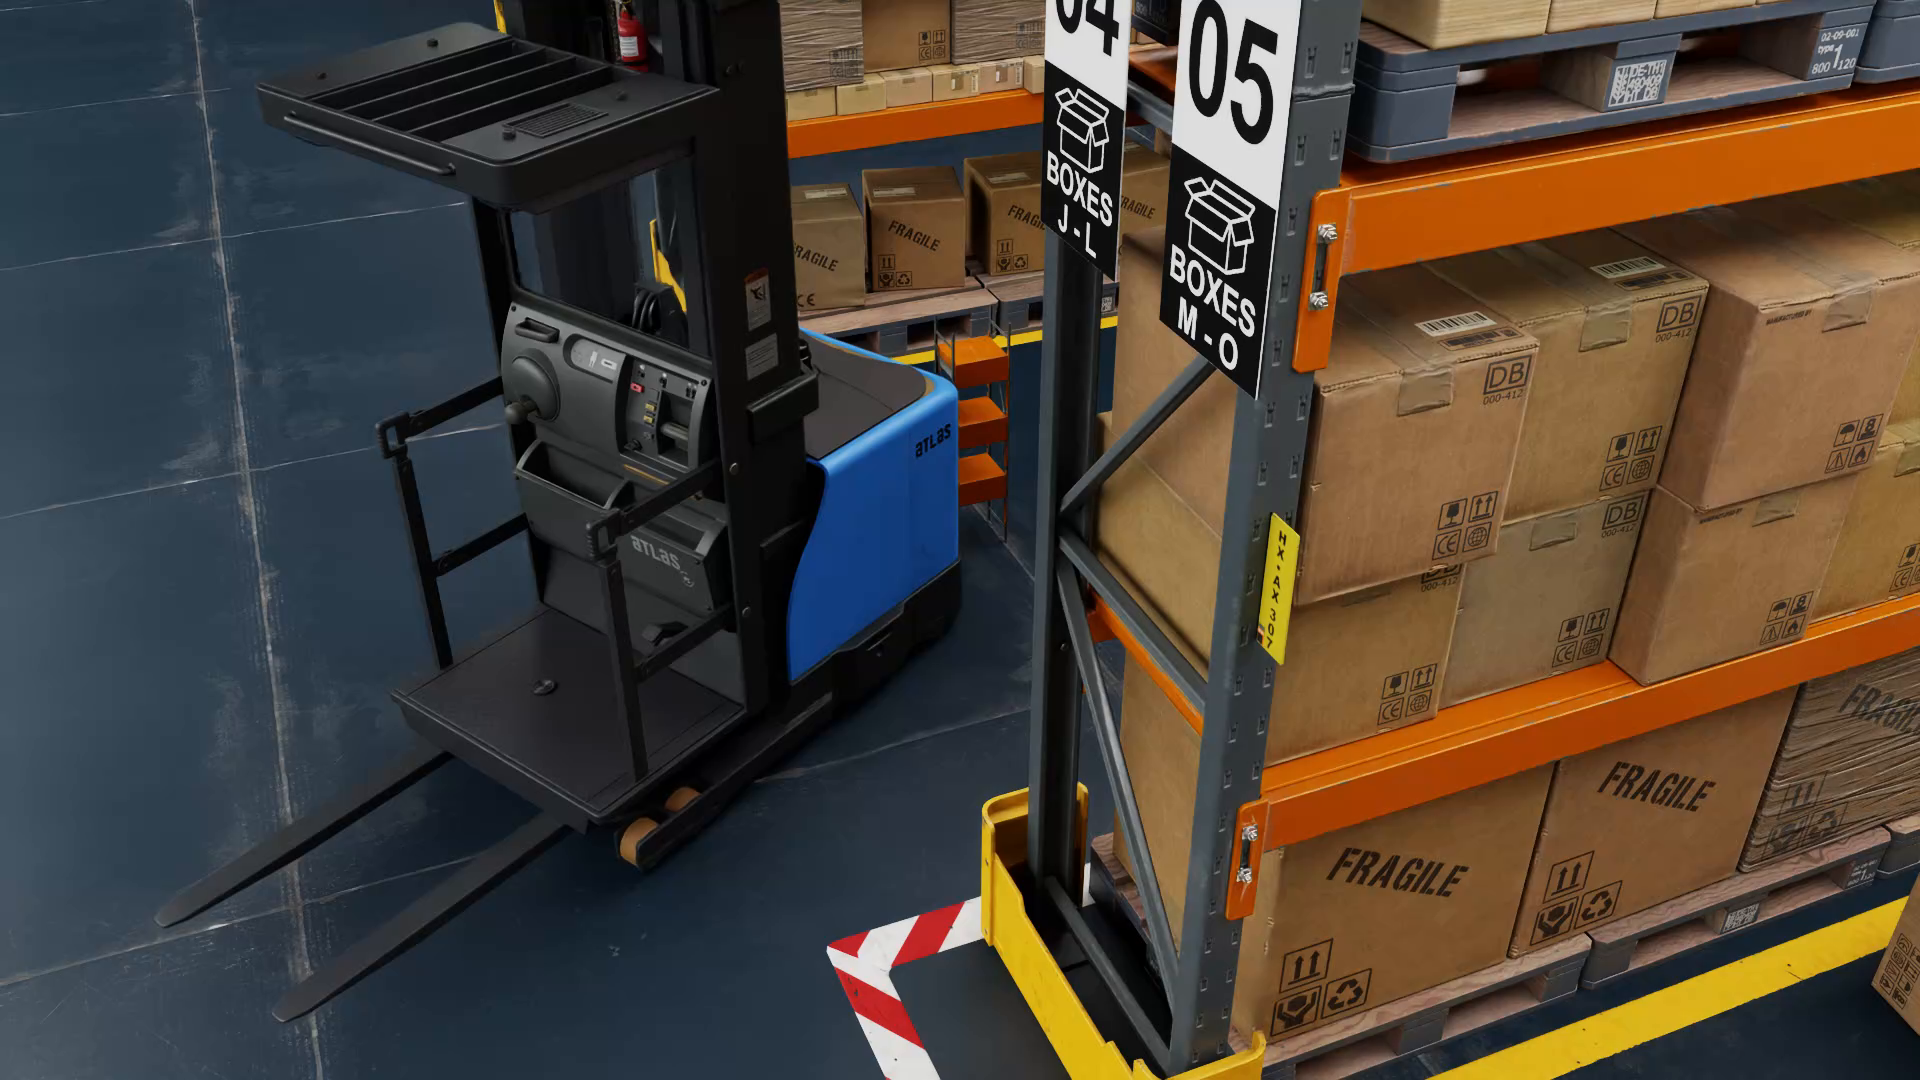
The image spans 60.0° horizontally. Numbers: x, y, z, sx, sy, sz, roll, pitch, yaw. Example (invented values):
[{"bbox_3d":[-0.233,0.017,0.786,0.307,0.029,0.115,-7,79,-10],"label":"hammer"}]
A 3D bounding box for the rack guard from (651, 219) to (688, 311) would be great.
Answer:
[{"bbox_3d":[-1.303,-1.263,8.733,0.348,0.500,1.175,-13,35,-19],"label":"rack guard"}]

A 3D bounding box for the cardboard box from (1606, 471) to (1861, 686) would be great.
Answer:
[{"bbox_3d":[1.842,-0.126,4.555,0.550,0.550,0.875,-13,35,-19],"label":"cardboard box"}]

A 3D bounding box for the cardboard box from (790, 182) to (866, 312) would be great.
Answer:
[{"bbox_3d":[-0.791,-1.547,8.784,0.500,0.500,0.500,-7,34,-10],"label":"cardboard box"}]

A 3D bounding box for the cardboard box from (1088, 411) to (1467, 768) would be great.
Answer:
[{"bbox_3d":[0.778,0.057,4.275,0.550,0.550,0.875,-13,35,-19],"label":"cardboard box"}]

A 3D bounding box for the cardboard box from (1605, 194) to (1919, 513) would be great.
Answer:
[{"bbox_3d":[1.851,-0.566,4.242,0.550,0.550,0.875,-13,35,-19],"label":"cardboard box"}]

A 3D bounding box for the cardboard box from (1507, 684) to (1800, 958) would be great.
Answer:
[{"bbox_3d":[1.864,0.572,5.184,0.875,0.875,0.875,-13,35,-20],"label":"cardboard box"}]

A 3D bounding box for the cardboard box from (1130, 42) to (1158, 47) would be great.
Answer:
[{"bbox_3d":[0.842,-2.532,8.621,0.250,0.149,0.380,-13,35,-19],"label":"cardboard box"}]

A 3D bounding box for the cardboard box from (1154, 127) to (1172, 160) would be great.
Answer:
[{"bbox_3d":[1.405,-2.079,9.601,0.500,0.500,0.500,-2,33,-4],"label":"cardboard box"}]

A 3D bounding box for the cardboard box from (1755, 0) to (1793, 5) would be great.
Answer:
[{"bbox_3d":[1.593,-1.221,3.380,0.250,0.149,0.380,-13,35,-19],"label":"cardboard box"}]

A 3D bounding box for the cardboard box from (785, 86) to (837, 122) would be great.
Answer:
[{"bbox_3d":[-0.780,-2.173,8.070,0.250,0.149,0.380,-13,35,-19],"label":"cardboard box"}]

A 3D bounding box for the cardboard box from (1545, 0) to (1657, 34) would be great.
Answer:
[{"bbox_3d":[1.129,-1.115,3.216,0.250,0.149,0.380,-13,35,-18],"label":"cardboard box"}]

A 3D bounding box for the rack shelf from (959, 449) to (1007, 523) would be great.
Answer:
[{"bbox_3d":[0.049,-0.210,7.138,0.240,0.259,0.215,-13,35,-19],"label":"rack shelf"}]

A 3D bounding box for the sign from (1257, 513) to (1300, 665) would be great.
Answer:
[{"bbox_3d":[0.663,0.105,3.472,0.005,0.325,0.100,-13,35,-19],"label":"sign"}]

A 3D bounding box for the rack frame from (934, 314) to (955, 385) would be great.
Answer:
[{"bbox_3d":[-0.063,-0.426,6.941,0.008,1.050,0.200,-13,35,-19],"label":"rack frame"}]

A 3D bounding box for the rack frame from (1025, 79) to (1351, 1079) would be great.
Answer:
[{"bbox_3d":[0.454,0.221,4.161,0.127,3.000,1.000,-13,35,-19],"label":"rack frame"}]

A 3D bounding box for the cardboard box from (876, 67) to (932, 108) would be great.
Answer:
[{"bbox_3d":[-0.321,-2.282,8.236,0.250,0.149,0.380,-13,35,-19],"label":"cardboard box"}]

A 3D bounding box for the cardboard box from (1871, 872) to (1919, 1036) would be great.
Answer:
[{"bbox_3d":[3.108,1.266,4.843,0.500,0.500,0.500,-7,34,-11],"label":"cardboard box"}]

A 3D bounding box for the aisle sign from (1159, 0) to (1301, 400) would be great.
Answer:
[{"bbox_3d":[0.505,-0.703,3.197,0.004,0.787,0.394,-13,35,-19],"label":"aisle sign"}]

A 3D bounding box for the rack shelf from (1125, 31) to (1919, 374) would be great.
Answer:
[{"bbox_3d":[2.298,-1.157,4.188,4.000,0.370,1.077,-13,35,-19],"label":"rack shelf"}]

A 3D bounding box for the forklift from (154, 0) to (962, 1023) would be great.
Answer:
[{"bbox_3d":[-1.280,-0.436,5.232,1.130,2.935,3.031,22,39,30],"label":"forklift"}]

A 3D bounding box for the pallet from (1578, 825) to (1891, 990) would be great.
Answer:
[{"bbox_3d":[2.284,0.926,5.634,1.213,0.211,1.003,-13,35,-19],"label":"pallet"}]

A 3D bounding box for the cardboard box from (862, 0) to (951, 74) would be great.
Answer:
[{"bbox_3d":[-0.441,-2.730,8.331,0.500,0.500,0.875,-13,35,-19],"label":"cardboard box"}]

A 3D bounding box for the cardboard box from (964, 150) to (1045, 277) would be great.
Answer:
[{"bbox_3d":[0.332,-1.813,9.193,0.500,0.500,0.500,-10,34,-14],"label":"cardboard box"}]

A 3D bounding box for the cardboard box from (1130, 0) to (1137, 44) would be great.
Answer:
[{"bbox_3d":[0.502,-2.913,8.613,0.500,0.500,0.875,-13,35,-19],"label":"cardboard box"}]

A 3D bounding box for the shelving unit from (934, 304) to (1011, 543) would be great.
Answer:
[{"bbox_3d":[0.049,-0.451,6.981,0.252,1.050,0.215,-13,35,-19],"label":"shelving unit"}]

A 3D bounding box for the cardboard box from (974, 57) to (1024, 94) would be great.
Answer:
[{"bbox_3d":[0.132,-2.397,8.414,0.250,0.149,0.380,-13,35,-19],"label":"cardboard box"}]

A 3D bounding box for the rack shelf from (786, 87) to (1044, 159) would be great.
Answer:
[{"bbox_3d":[0.471,-2.416,8.872,4.000,0.370,1.077,-13,35,-19],"label":"rack shelf"}]

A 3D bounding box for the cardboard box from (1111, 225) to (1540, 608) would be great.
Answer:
[{"bbox_3d":[0.811,-0.354,3.916,0.550,0.550,0.875,-13,35,-19],"label":"cardboard box"}]

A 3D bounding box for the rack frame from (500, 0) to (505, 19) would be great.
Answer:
[{"bbox_3d":[-3.291,-4.786,11.855,0.127,3.000,1.000,-13,35,-19],"label":"rack frame"}]

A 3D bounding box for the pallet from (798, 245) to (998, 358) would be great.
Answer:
[{"bbox_3d":[-0.540,-1.296,9.048,1.213,0.211,1.003,-13,35,-19],"label":"pallet"}]

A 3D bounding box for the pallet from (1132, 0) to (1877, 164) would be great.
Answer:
[{"bbox_3d":[1.134,-1.161,3.616,1.213,0.211,1.003,-13,35,-19],"label":"pallet"}]
